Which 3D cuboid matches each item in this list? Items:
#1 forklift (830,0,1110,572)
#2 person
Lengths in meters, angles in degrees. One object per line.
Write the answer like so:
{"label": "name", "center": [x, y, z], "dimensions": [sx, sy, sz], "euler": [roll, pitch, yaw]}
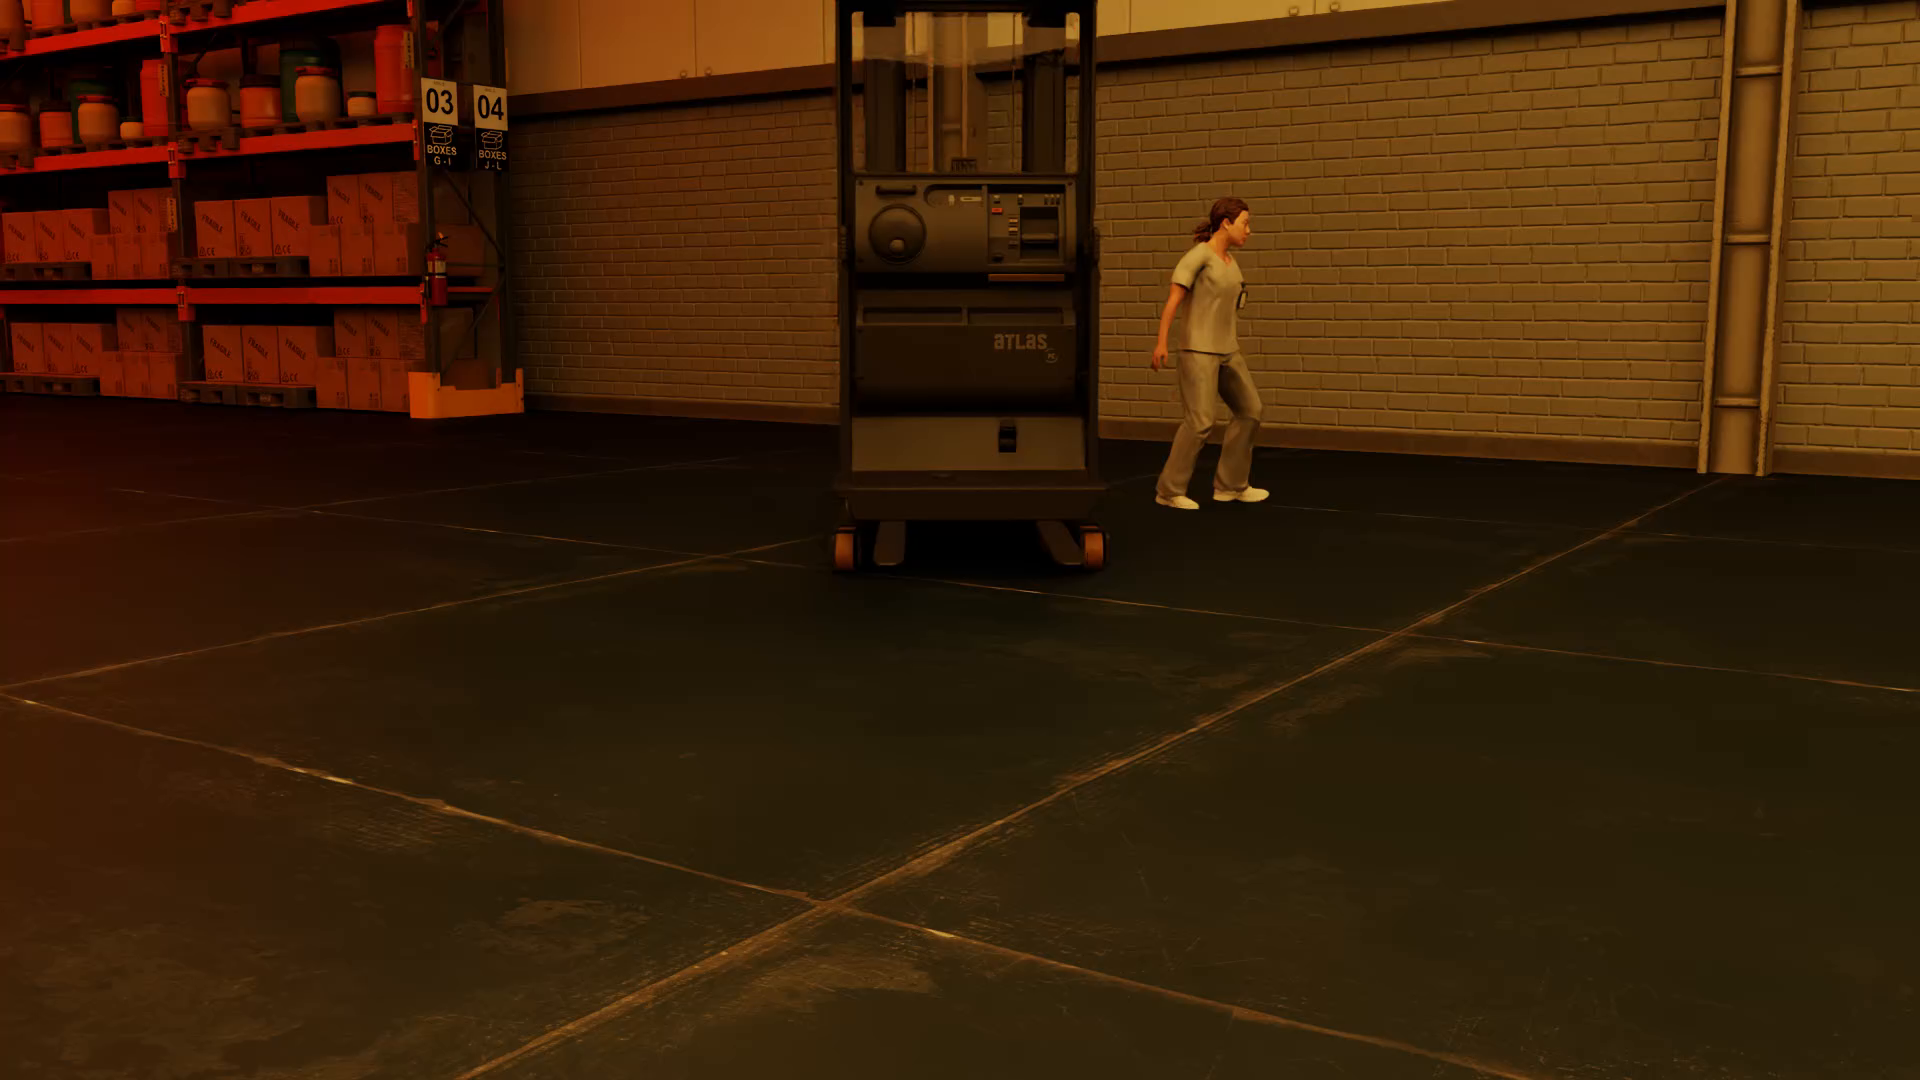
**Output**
{"label": "forklift", "center": [0.031, -1.364, 6.784], "dimensions": [1.130, 2.935, 3.031], "euler": [0, 8, -1]}
{"label": "person", "center": [1.305, -0.982, 8.831], "dimensions": [0.782, 1.644, 0.414], "euler": [-8, 11, -43]}
